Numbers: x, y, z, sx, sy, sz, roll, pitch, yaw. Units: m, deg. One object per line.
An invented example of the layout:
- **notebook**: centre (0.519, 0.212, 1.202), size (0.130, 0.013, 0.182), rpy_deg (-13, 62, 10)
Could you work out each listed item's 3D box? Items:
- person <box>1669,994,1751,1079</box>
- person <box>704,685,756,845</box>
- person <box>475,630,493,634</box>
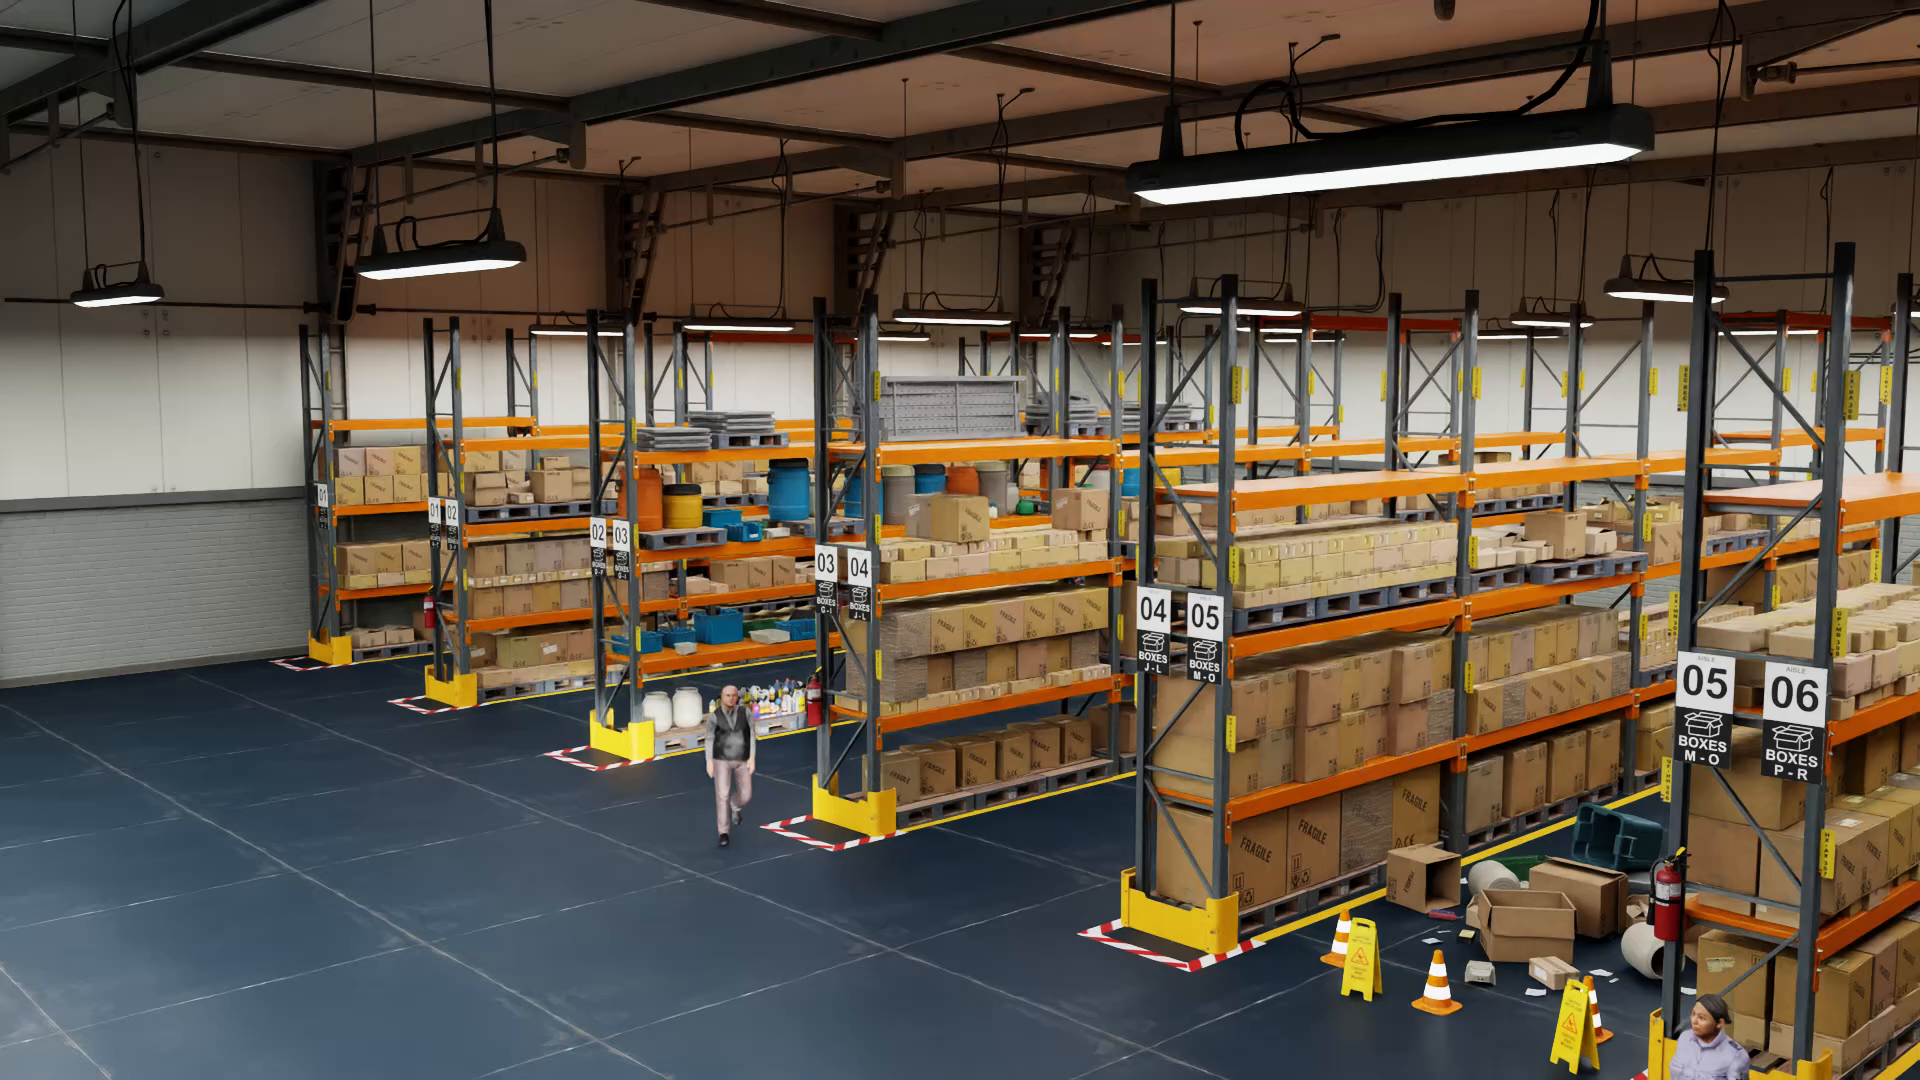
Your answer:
- **person**: centre (4.231, 3.392, 9.504), size (0.949, 1.596, 0.501), rpy_deg (-4, 7, -34)
- **person**: centre (-2.544, 2.453, 18.456), size (0.564, 1.703, 0.834), rpy_deg (-2, 6, -15)
- **person**: centre (-8.710, 1.285, 30.104), size (0.460, 1.672, 0.494), rpy_deg (-3, 7, -30)
